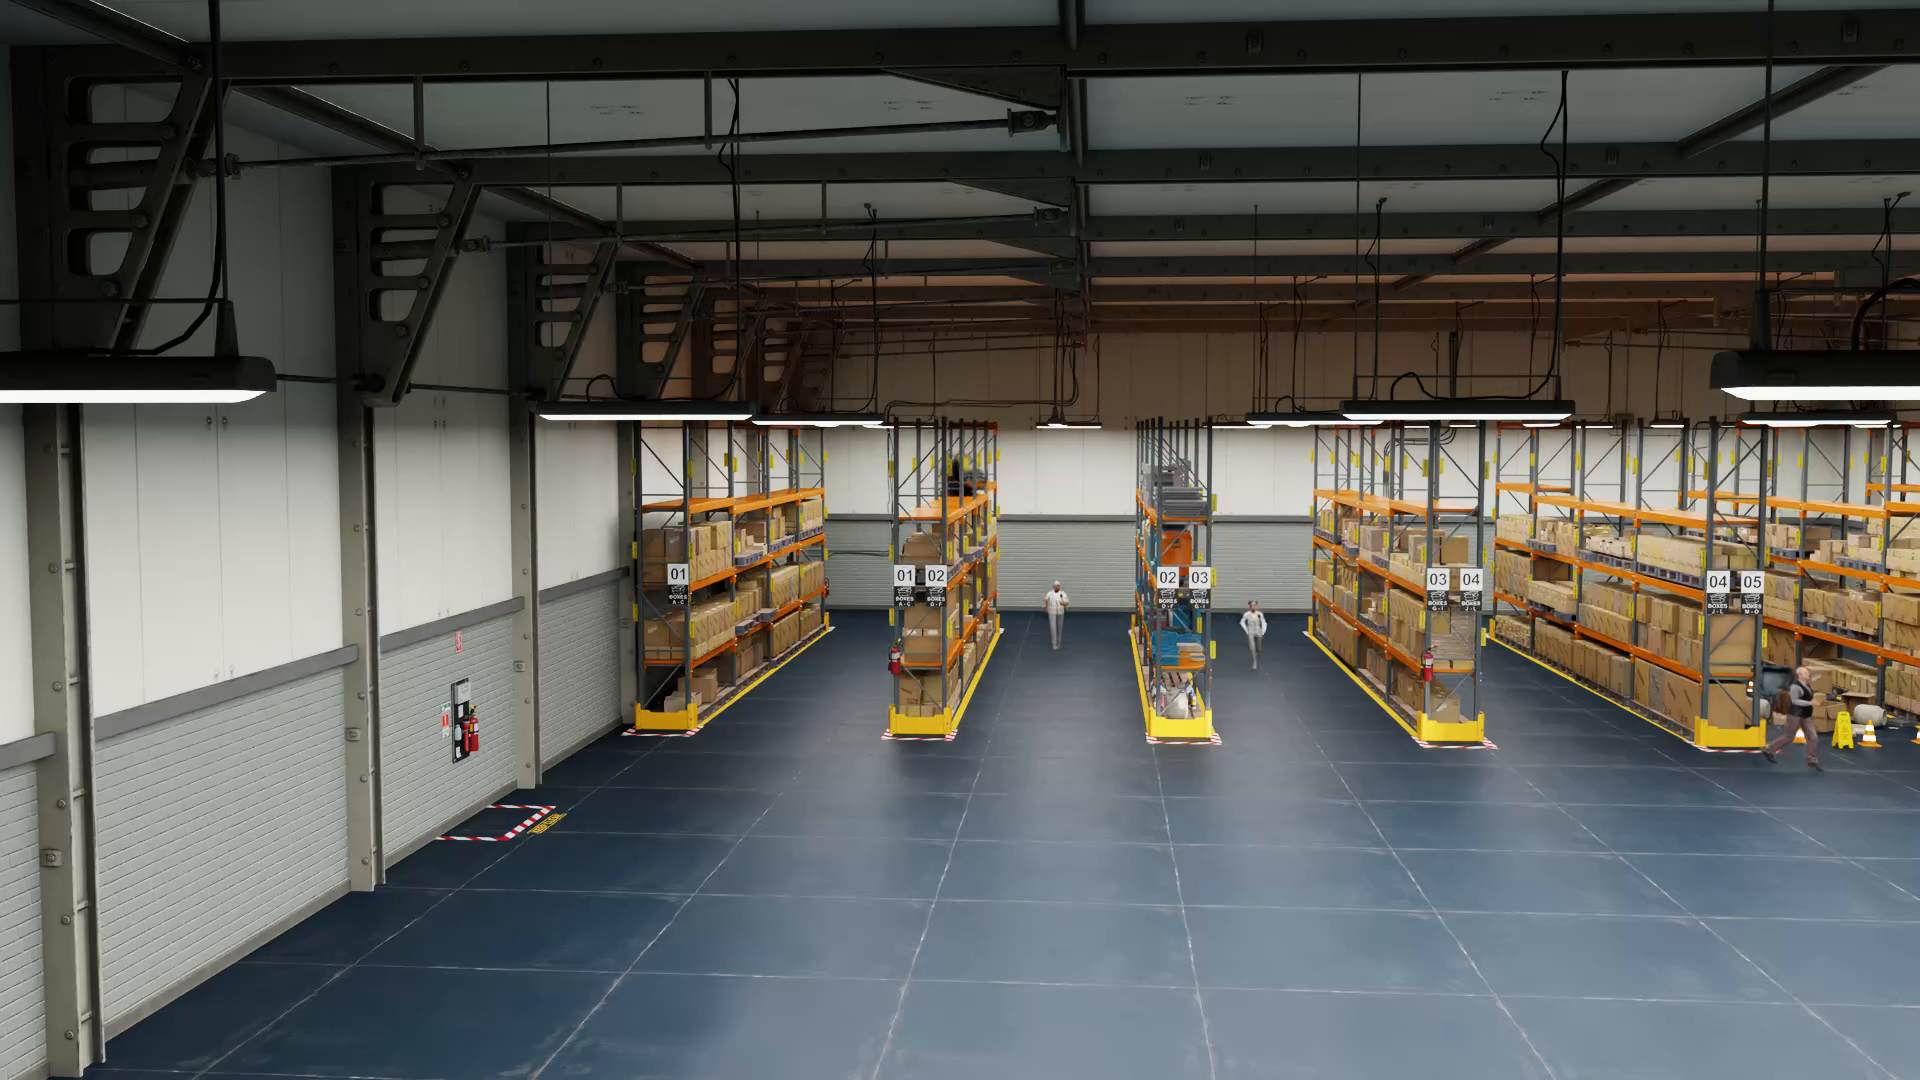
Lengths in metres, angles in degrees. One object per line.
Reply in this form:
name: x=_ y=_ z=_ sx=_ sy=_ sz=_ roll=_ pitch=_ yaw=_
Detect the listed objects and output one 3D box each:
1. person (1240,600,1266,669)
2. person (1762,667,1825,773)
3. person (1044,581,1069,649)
person: x=7.141 y=2.279 z=40.463 sx=0.616 sy=1.662 sz=0.794 roll=0 pitch=4 yaw=-4
person: x=14.176 y=3.019 z=28.197 sx=0.666 sy=1.757 sz=0.945 roll=-3 pitch=5 yaw=-39
person: x=2.418 y=1.885 z=41.593 sx=0.608 sy=1.705 sz=0.862 roll=0 pitch=4 yaw=-4
